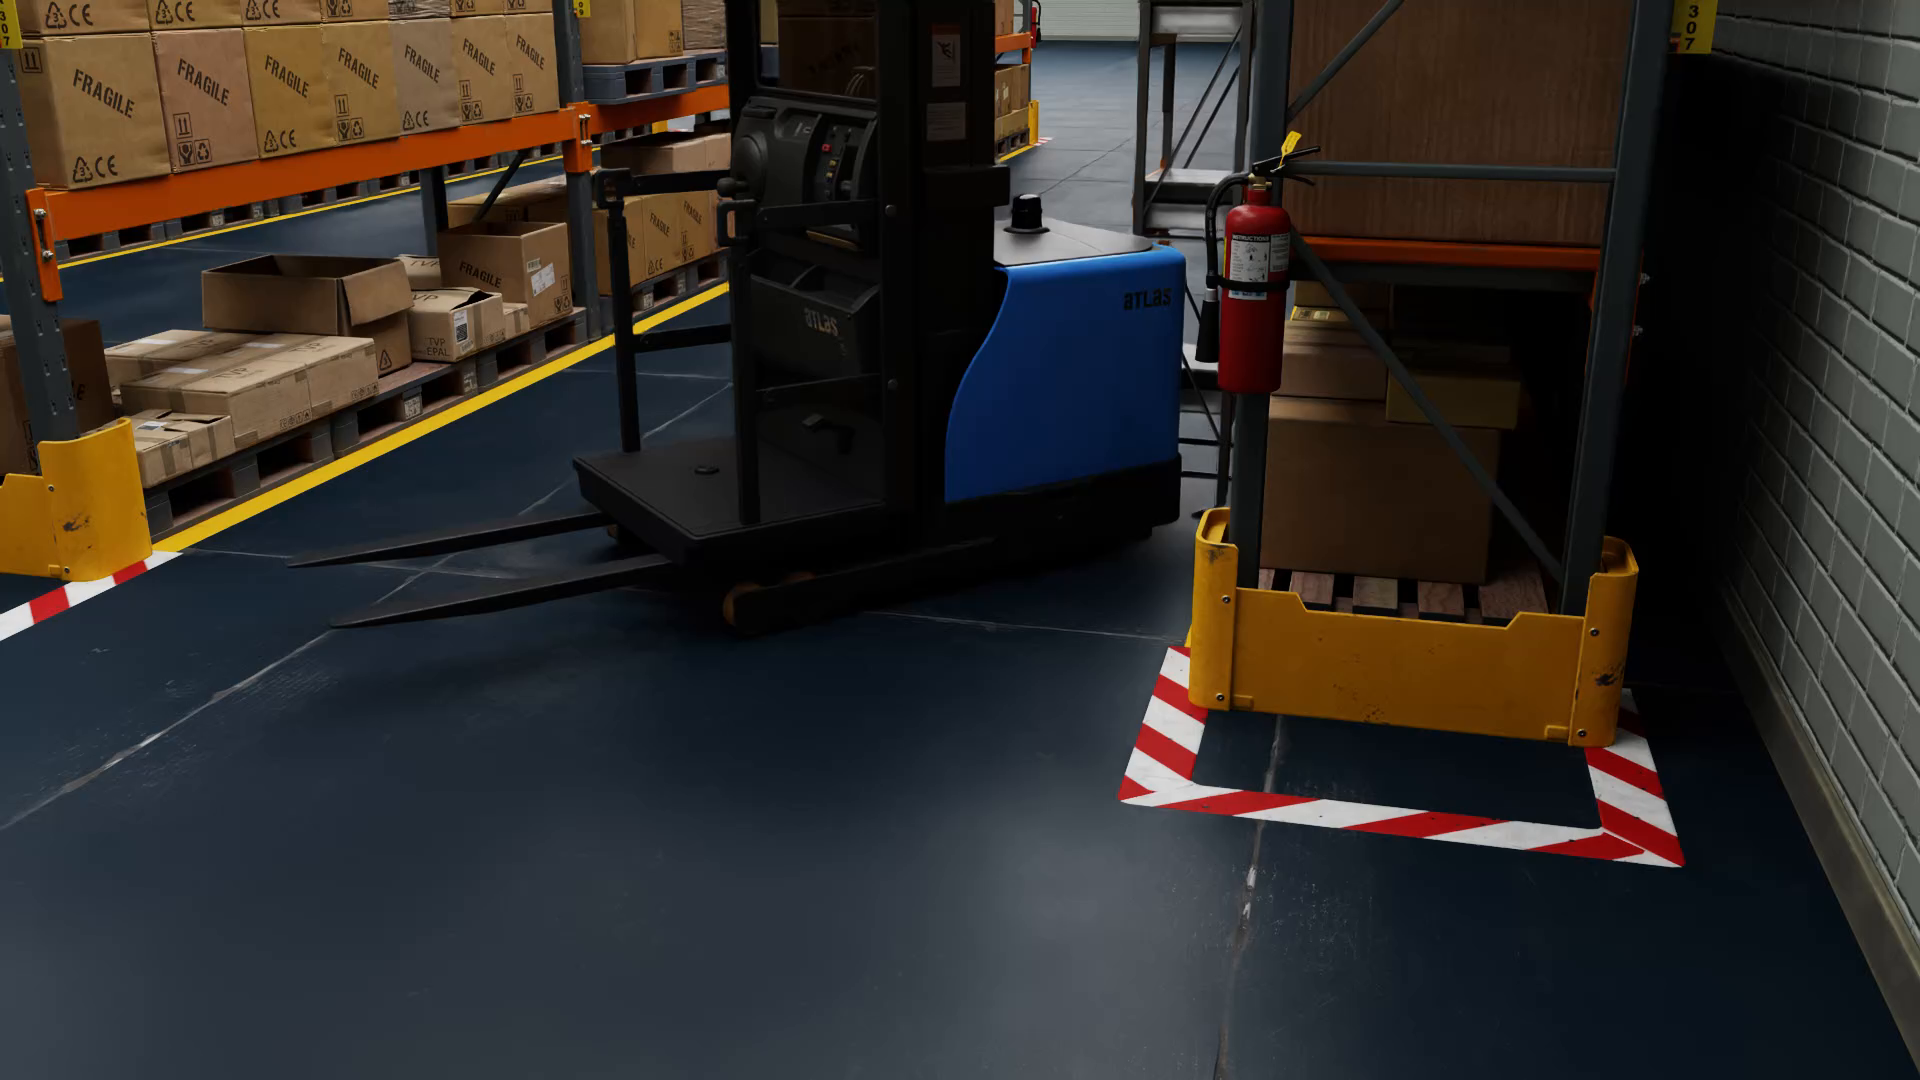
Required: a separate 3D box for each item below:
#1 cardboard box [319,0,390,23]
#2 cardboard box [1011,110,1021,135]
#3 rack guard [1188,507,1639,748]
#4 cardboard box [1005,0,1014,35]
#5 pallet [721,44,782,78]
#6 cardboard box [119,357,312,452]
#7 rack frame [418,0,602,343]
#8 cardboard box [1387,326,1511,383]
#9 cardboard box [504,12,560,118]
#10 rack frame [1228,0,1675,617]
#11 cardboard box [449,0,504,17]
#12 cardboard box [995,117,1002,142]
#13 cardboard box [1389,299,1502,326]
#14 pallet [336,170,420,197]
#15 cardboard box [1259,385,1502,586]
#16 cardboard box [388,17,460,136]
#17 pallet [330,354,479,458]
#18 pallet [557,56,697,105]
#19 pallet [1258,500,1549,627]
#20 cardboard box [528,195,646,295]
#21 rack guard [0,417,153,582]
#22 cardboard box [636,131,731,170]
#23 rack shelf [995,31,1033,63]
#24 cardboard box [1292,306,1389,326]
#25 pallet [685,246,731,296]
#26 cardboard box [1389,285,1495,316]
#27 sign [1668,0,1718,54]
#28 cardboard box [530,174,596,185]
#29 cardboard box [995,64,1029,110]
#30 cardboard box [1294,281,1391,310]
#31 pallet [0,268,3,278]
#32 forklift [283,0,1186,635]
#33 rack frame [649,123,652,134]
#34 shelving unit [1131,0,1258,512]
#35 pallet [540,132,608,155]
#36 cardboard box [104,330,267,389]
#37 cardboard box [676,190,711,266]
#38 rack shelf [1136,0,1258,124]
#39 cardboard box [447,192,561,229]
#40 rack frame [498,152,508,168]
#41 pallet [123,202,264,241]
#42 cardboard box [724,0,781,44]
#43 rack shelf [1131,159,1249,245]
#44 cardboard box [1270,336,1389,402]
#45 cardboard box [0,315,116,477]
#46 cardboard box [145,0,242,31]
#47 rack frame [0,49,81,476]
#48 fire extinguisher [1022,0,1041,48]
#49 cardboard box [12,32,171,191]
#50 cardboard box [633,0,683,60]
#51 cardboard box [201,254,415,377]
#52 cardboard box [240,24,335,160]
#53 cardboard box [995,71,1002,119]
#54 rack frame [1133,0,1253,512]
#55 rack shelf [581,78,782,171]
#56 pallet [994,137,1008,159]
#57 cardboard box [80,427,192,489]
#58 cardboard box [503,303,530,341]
[{"bbox_3d":[-2.806,-2.464,7.059,0.500,0.500,0.500,4,19,13],"label":"cardboard box"},{"bbox_3d":[0.414,-4.909,19.522,0.500,0.250,0.500,5,19,13],"label":"cardboard box"},{"bbox_3d":[1.258,0.235,4.725,1.175,0.500,0.348,5,19,13],"label":"rack guard"},{"bbox_3d":[0.242,-6.262,19.726,0.700,0.500,0.500,5,19,13],"label":"cardboard box"},{"bbox_3d":[-1.683,-3.544,12.219,1.213,0.211,1.003,5,19,13],"label":"pallet"},{"bbox_3d":[-3.010,-0.557,6.751,0.500,0.250,0.500,5,19,13],"label":"cardboard box"},{"bbox_3d":[-2.563,-2.599,9.156,1.000,3.000,0.127,5,19,13],"label":"rack frame"},{"bbox_3d":[1.624,-0.609,5.544,0.380,0.149,0.250,5,19,14],"label":"cardboard box"},{"bbox_3d":[-2.436,-2.469,8.621,0.500,0.500,0.500,5,19,14],"label":"cardboard box"},{"bbox_3d":[1.264,-0.955,4.343,1.000,3.000,0.127,5,19,13],"label":"rack frame"},{"bbox_3d":[-2.558,-2.780,7.983,0.500,0.500,0.500,4,19,12],"label":"cardboard box"},{"bbox_3d":[0.170,-4.595,18.604,0.500,0.250,0.500,5,19,13],"label":"cardboard box"},{"bbox_3d":[1.748,-0.767,6.007,0.380,0.149,0.250,5,19,14],"label":"cardboard box"},{"bbox_3d":[-5.861,-3.546,16.244,1.003,0.211,1.213,5,19,13],"label":"pallet"},{"bbox_3d":[1.338,-0.198,5.345,0.700,0.500,0.500,5,19,13],"label":"cardboard box"},{"bbox_3d":[-2.684,-2.146,7.676,0.500,0.500,0.500,5,20,15],"label":"cardboard box"},{"bbox_3d":[-3.028,-0.680,7.853,1.003,0.211,1.213,5,19,13],"label":"pallet"},{"bbox_3d":[-2.262,-2.750,9.895,1.003,0.211,1.213,5,19,13],"label":"pallet"},{"bbox_3d":[1.384,0.108,5.546,1.003,0.211,1.213,5,19,13],"label":"pallet"},{"bbox_3d":[-2.209,-1.757,9.876,0.500,0.500,0.500,4,19,11],"label":"cardboard box"},{"bbox_3d":[-3.522,-0.186,5.959,1.175,0.500,0.348,5,19,13],"label":"rack guard"},{"bbox_3d":[-1.842,-2.582,11.133,0.500,0.250,0.500,4,19,12],"label":"cardboard box"},{"bbox_3d":[-0.120,-5.393,18.448,1.077,0.370,4.000,5,19,13],"label":"rack shelf"},{"bbox_3d":[1.706,-0.680,6.757,0.700,0.500,0.500,5,20,15],"label":"cardboard box"},{"bbox_3d":[-2.105,-1.921,11.485,1.003,0.211,1.213,5,19,13],"label":"pallet"},{"bbox_3d":[1.872,-0.927,6.475,0.380,0.149,0.250,4,19,12],"label":"cardboard box"},{"bbox_3d":[1.801,-1.357,4.057,0.100,0.325,0.005,5,19,13],"label":"sign"},{"bbox_3d":[-2.469,-2.113,10.919,0.500,0.500,0.500,5,19,14],"label":"cardboard box"},{"bbox_3d":[0.526,-5.421,19.862,0.500,0.500,0.500,5,19,13],"label":"cardboard box"},{"bbox_3d":[1.571,-1.049,6.831,0.380,0.149,0.250,4,19,12],"label":"cardboard box"},{"bbox_3d":[-7.136,-1.910,11.454,1.003,0.211,1.213,5,19,13],"label":"pallet"},{"bbox_3d":[-0.700,-1.279,5.397,3.031,2.935,1.130,-12,22,-30],"label":"forklift"},{"bbox_3d":[-4.433,-6.752,21.316,1.000,3.000,0.127,5,19,13],"label":"rack frame"},{"bbox_3d":[0.920,-1.192,6.425,0.431,2.100,0.503,6,19,17],"label":"shelving unit"},{"bbox_3d":[-4.910,-4.770,19.826,1.003,0.211,1.213,5,19,13],"label":"pallet"},{"bbox_3d":[-3.385,-0.737,7.279,0.500,0.250,0.500,5,19,13],"label":"cardboard box"},{"bbox_3d":[-1.960,-2.081,10.825,0.500,0.500,0.500,5,19,14],"label":"cardboard box"},{"bbox_3d":[0.921,-1.843,6.206,0.431,0.518,0.480,6,19,17],"label":"rack shelf"},{"bbox_3d":[-2.720,-1.801,10.008,0.500,0.500,0.500,5,19,13],"label":"cardboard box"},{"bbox_3d":[-5.411,-5.499,17.646,1.000,3.000,0.127,5,19,13],"label":"rack frame"},{"bbox_3d":[-6.540,-2.675,13.693,1.003,0.211,1.213,5,19,13],"label":"pallet"},{"bbox_3d":[-1.630,-3.892,12.138,0.700,0.500,0.500,-2,19,-5],"label":"cardboard box"},{"bbox_3d":[0.920,-1.179,6.430,0.431,0.518,0.480,6,19,17],"label":"rack shelf"},{"bbox_3d":[1.193,-0.560,5.400,0.380,0.149,0.250,4,19,13],"label":"cardboard box"},{"bbox_3d":[-3.646,-0.560,6.374,0.500,0.500,0.500,5,19,13],"label":"cardboard box"},{"bbox_3d":[-3.056,-2.148,6.135,0.500,0.500,0.500,5,19,14],"label":"cardboard box"},{"bbox_3d":[-3.540,-1.345,5.485,1.000,3.000,0.127,5,19,13],"label":"rack frame"},{"bbox_3d":[0.848,-6.324,20.181,0.296,0.674,0.183,5,19,13],"label":"fire extinguisher"},{"bbox_3d":[-3.176,-1.511,5.815,0.500,0.500,0.500,5,20,15],"label":"cardboard box"},{"bbox_3d":[-2.124,-3.196,10.100,0.700,0.500,0.500,8,20,22],"label":"cardboard box"},{"bbox_3d":[-3.017,-1.036,7.763,0.797,0.503,0.637,5,19,13],"label":"cardboard box"},{"bbox_3d":[-2.930,-1.830,6.750,0.500,0.500,0.500,5,19,13],"label":"cardboard box"},{"bbox_3d":[0.173,-4.950,18.482,0.500,0.500,0.500,5,19,13],"label":"cardboard box"},{"bbox_3d":[0.844,-1.118,6.205,0.400,2.100,0.015,6,19,17],"label":"rack frame"},{"bbox_3d":[-2.074,-2.885,11.107,1.077,0.370,4.000,5,19,13],"label":"rack shelf"},{"bbox_3d":[-0.077,-4.416,18.791,1.003,0.211,1.213,5,19,13],"label":"pallet"},{"bbox_3d":[-3.105,-0.308,6.180,0.380,0.149,0.250,5,19,13],"label":"cardboard box"},{"bbox_3d":[-2.461,-1.135,8.599,0.380,0.149,0.250,5,19,13],"label":"cardboard box"}]
